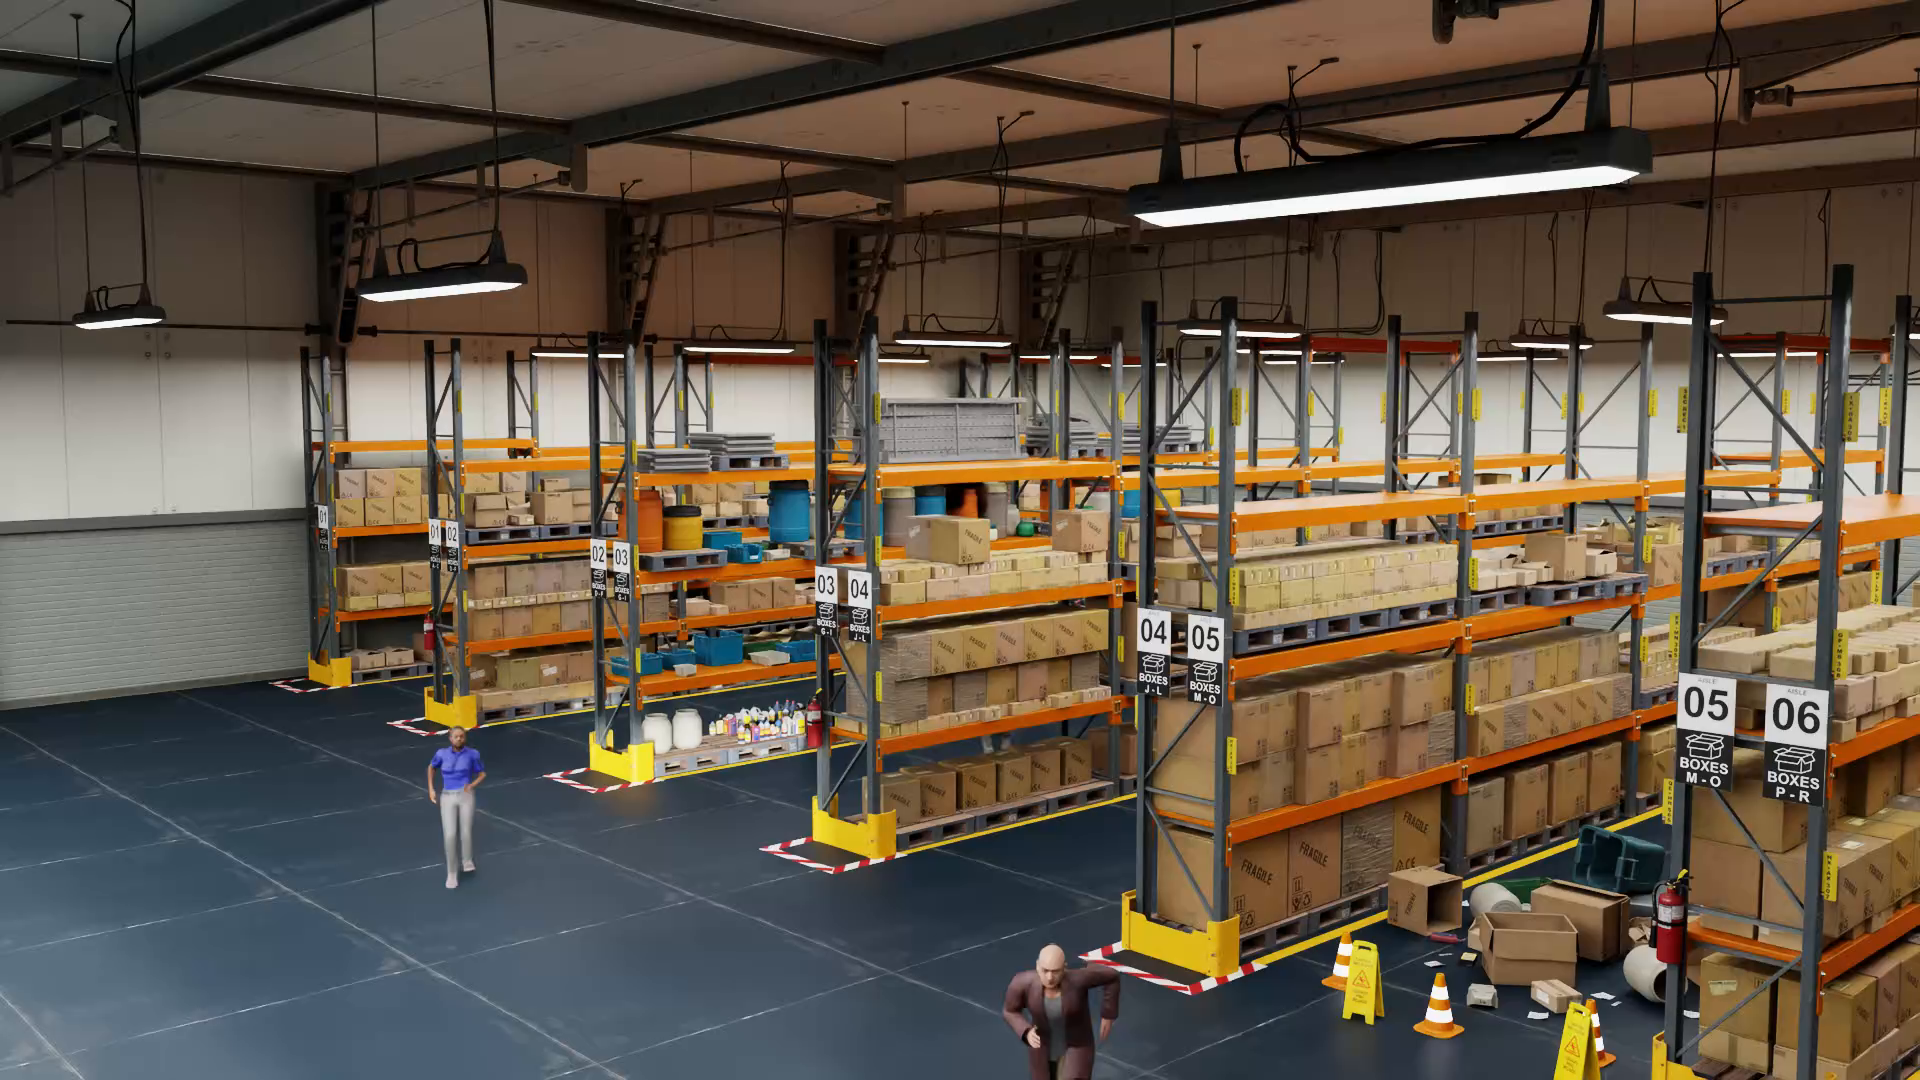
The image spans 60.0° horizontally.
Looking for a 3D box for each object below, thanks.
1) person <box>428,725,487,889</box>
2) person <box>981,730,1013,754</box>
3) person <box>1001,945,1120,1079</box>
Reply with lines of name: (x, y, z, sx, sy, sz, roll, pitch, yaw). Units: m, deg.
person: (-5.315, 2.810, 17.616, 0.586, 1.721, 0.706, -2, 5, -18)
person: (0.490, 2.240, 23.437, 0.656, 1.757, 0.675, -5, 7, -44)
person: (0.677, 3.400, 10.925, 0.753, 1.738, 1.071, 1, 5, 12)
